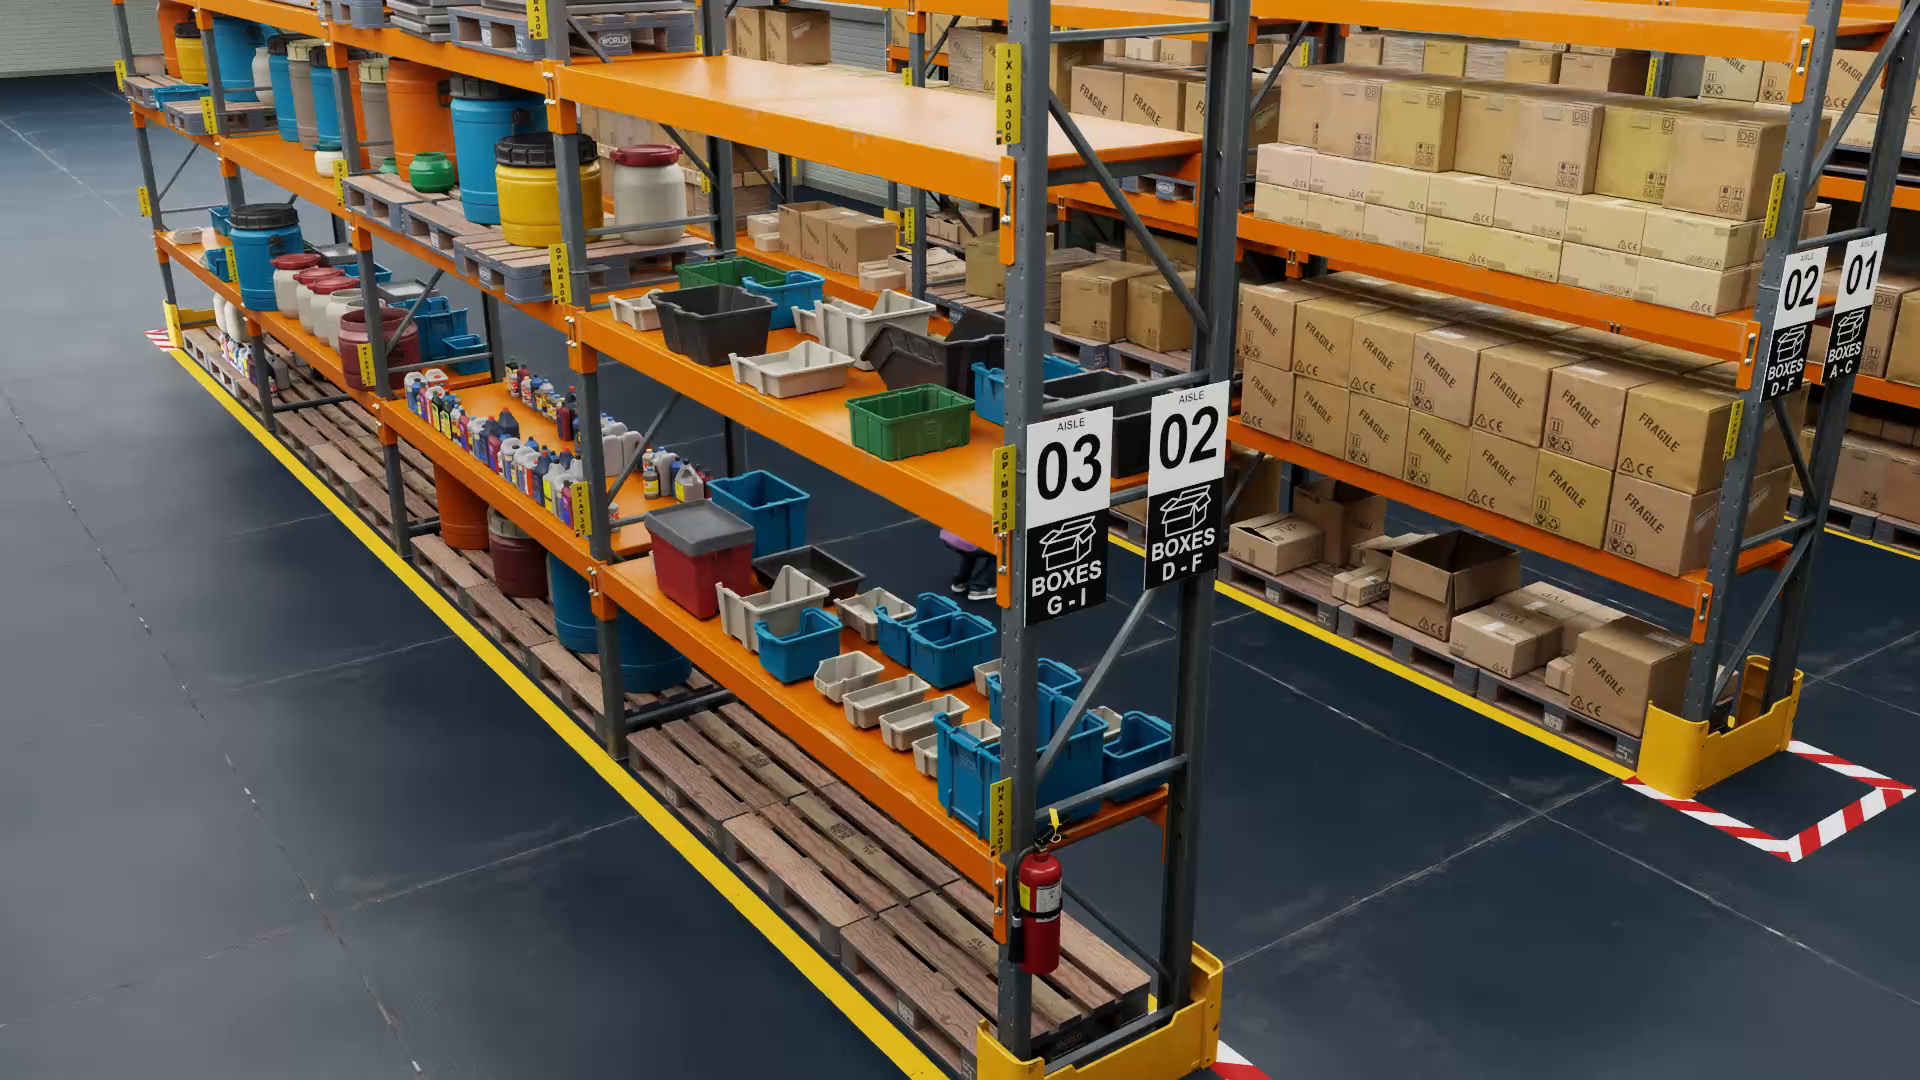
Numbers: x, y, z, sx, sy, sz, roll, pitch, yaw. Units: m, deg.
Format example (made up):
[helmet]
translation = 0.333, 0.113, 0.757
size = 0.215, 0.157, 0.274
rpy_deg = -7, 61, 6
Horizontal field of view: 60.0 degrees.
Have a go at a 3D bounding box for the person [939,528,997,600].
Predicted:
[person]
translation = 0.229, 0.060, 12.490
size = 0.868, 0.715, 0.419
rpy_deg = -16, 27, -34
